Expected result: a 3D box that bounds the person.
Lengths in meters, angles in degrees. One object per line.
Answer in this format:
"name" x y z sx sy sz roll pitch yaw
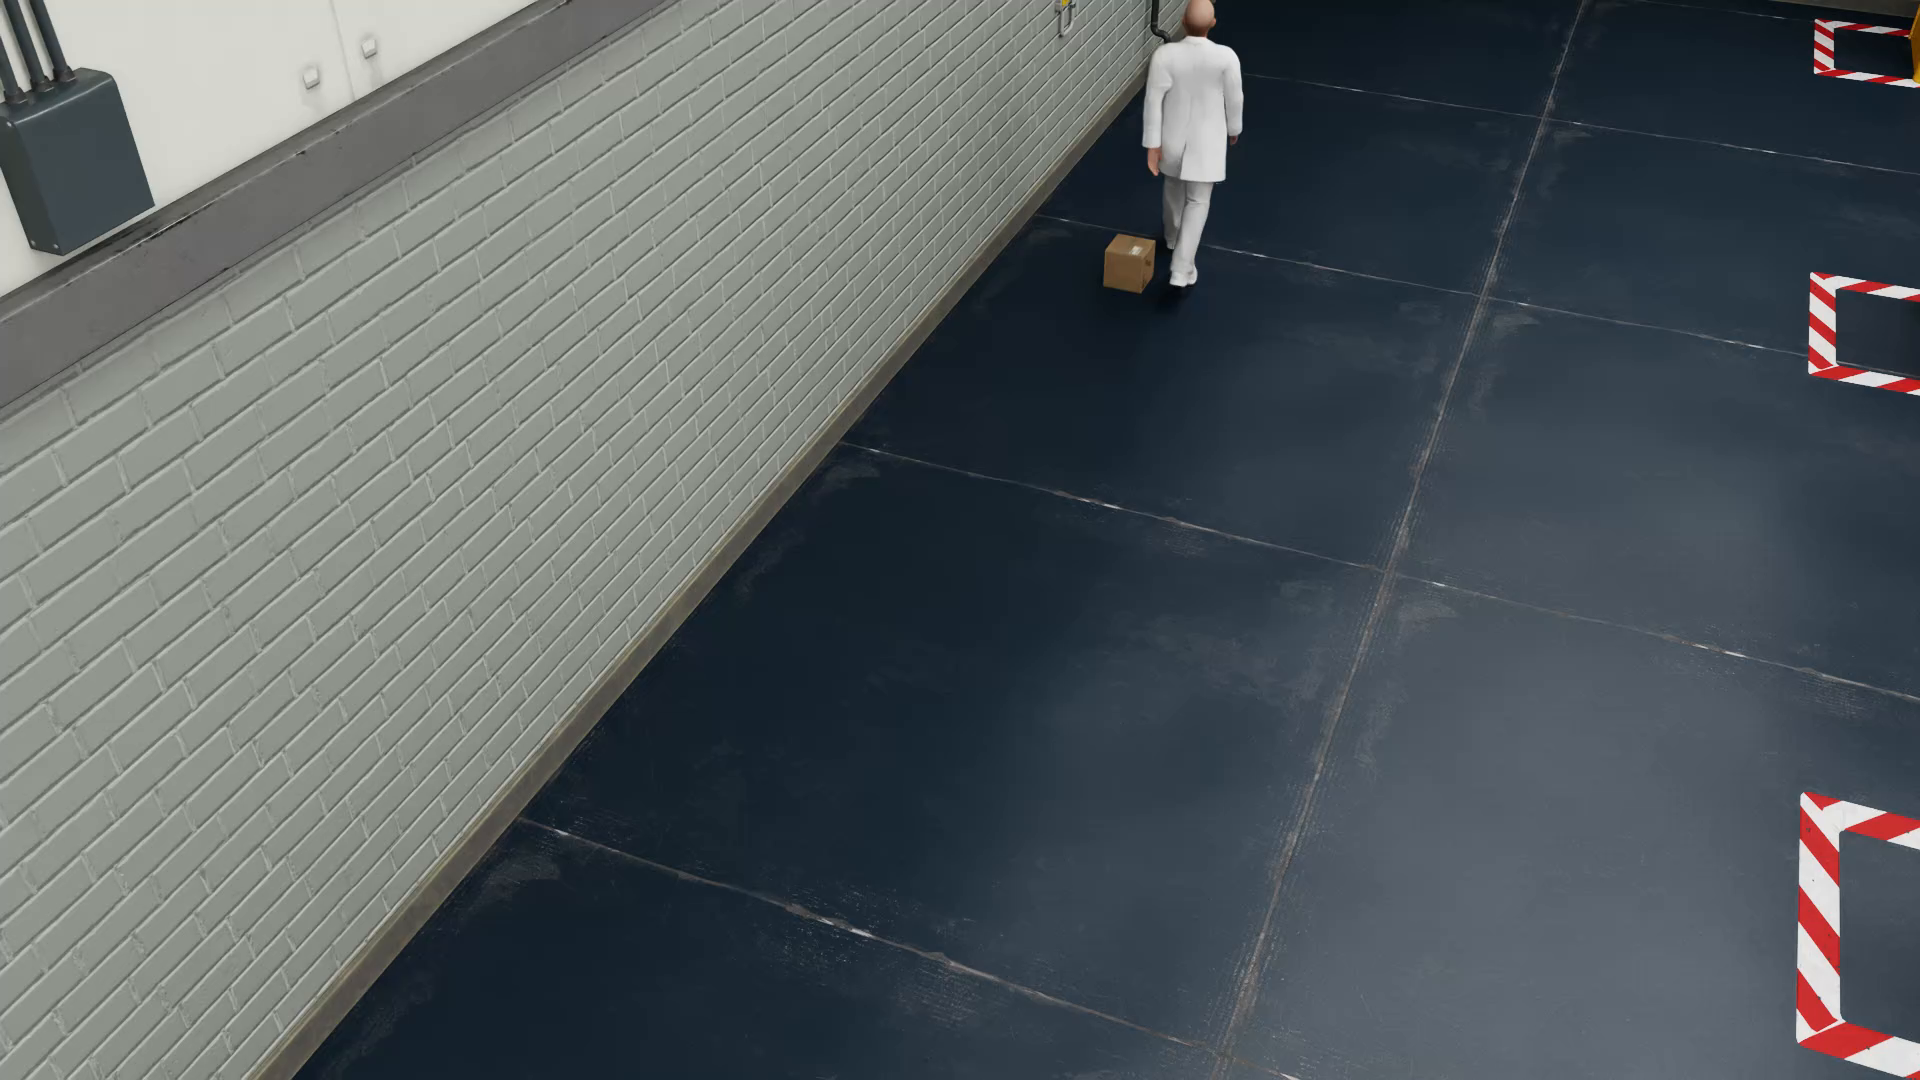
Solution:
"person" 1.407 -2.444 10.075 0.568 1.732 1.102 10 38 13
